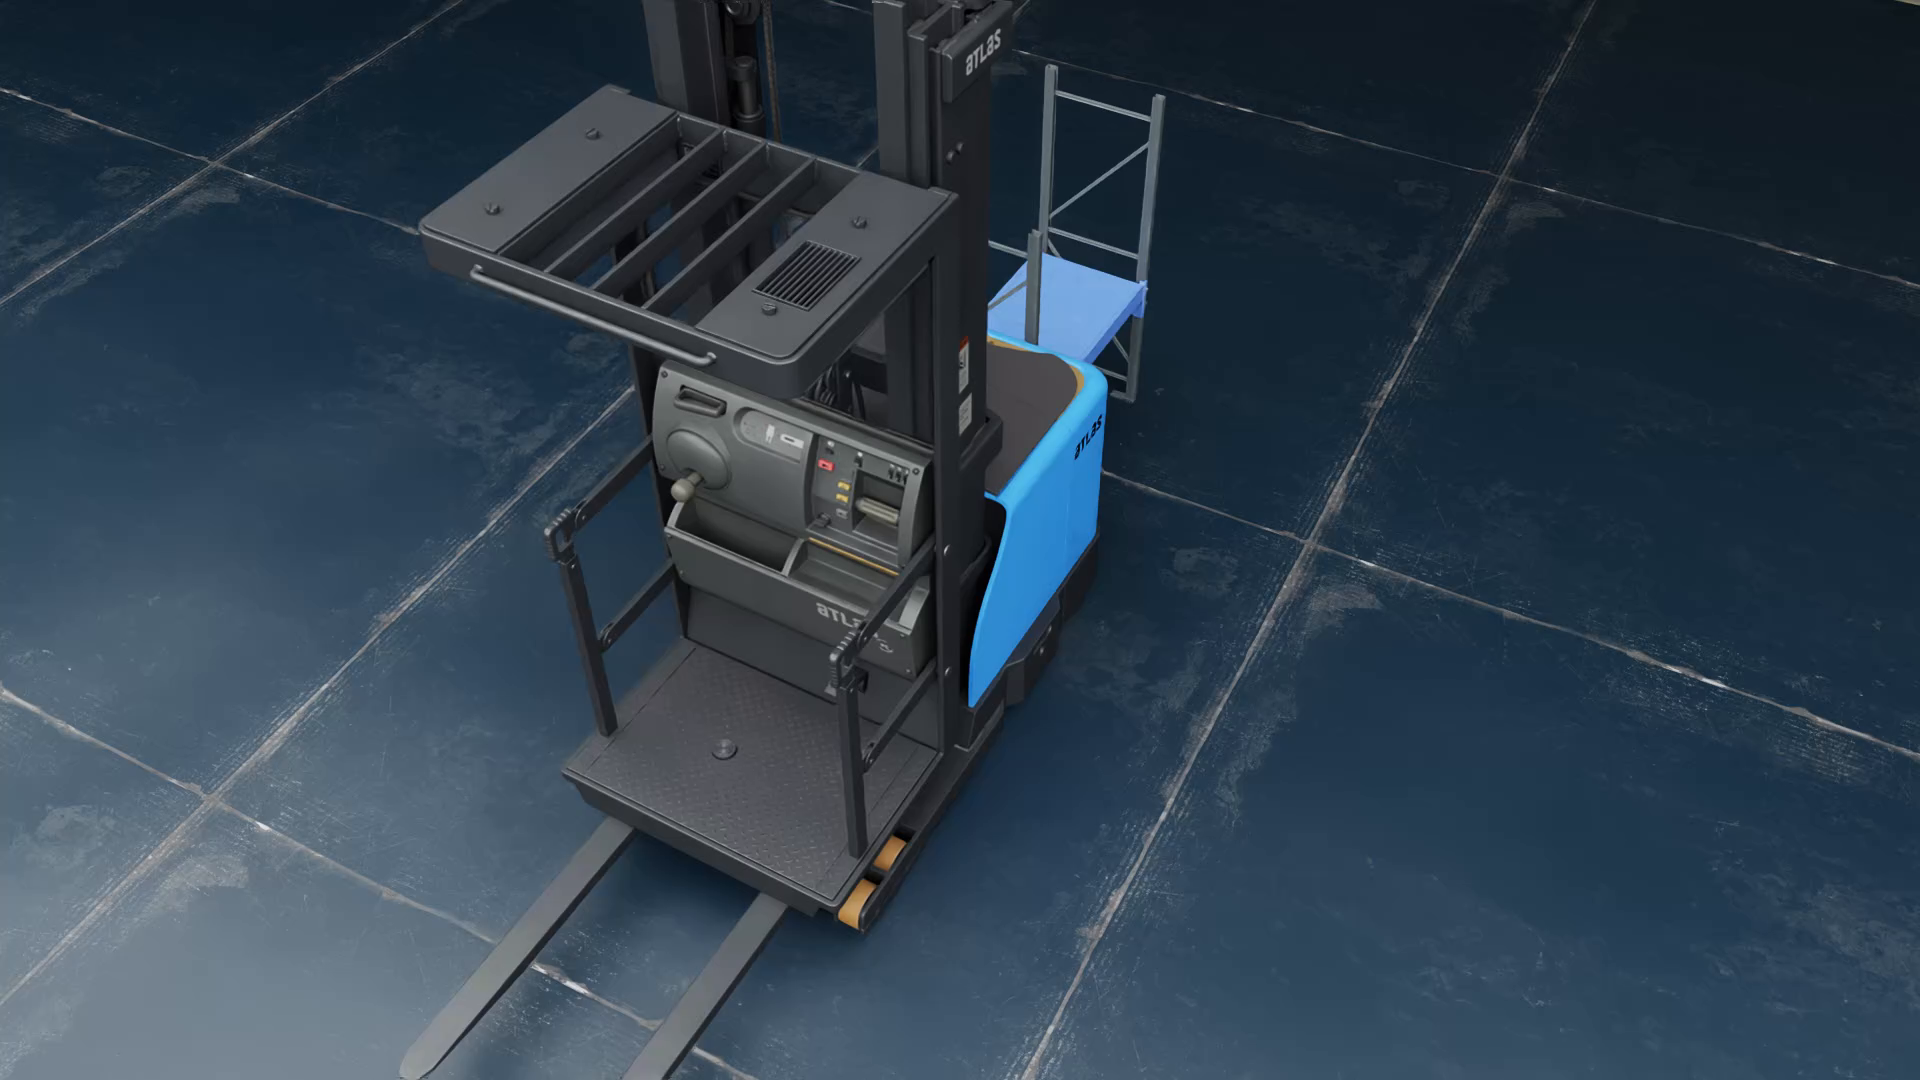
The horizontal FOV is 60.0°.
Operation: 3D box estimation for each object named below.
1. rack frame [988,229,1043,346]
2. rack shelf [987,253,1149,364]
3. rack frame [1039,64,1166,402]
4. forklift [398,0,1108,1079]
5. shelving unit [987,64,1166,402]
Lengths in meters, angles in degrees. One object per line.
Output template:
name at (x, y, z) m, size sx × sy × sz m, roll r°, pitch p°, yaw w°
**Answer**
rack frame at (0.059, -0.600, 6.289) m, size 0.500 × 1.500 × 0.032 m, roll 22°, pitch 49°, yaw 20°
rack shelf at (0.308, -0.789, 6.729) m, size 0.538 × 0.185 × 1.000 m, roll 22°, pitch 49°, yaw 20°
rack frame at (0.556, -1.231, 6.912) m, size 0.500 × 1.500 × 0.032 m, roll 22°, pitch 49°, yaw 20°
forklift at (-0.624, -0.127, 4.815) m, size 1.130 × 2.935 × 3.031 m, roll 22°, pitch 49°, yaw 20°
shelving unit at (0.308, -0.916, 6.601) m, size 0.538 × 1.500 × 1.048 m, roll 22°, pitch 49°, yaw 20°
